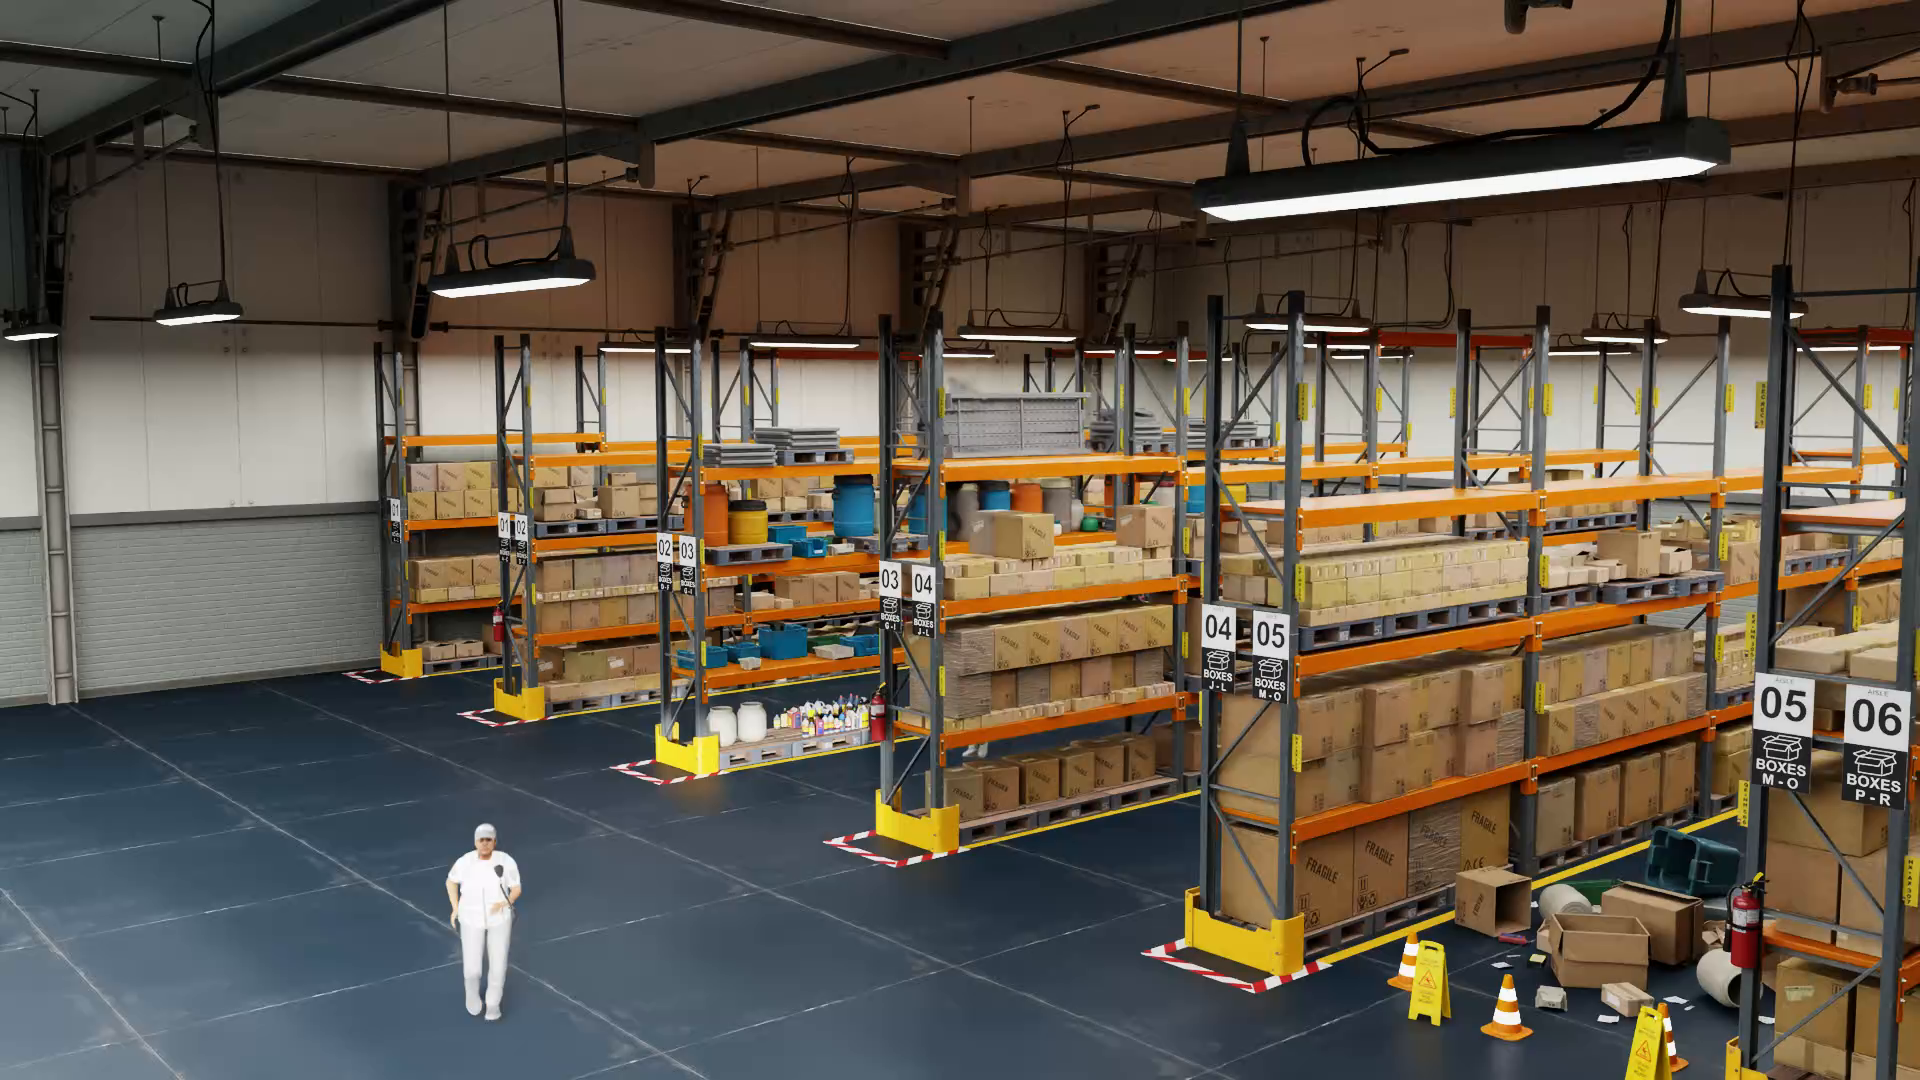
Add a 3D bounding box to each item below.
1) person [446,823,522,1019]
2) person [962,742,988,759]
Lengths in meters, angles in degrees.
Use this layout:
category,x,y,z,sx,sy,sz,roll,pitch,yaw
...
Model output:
category,x,y,z,sx,sy,sz,roll,pitch,yaw
person,-3.859,3.121,13.512,0.592,1.629,0.583,-2,5,-17
person,0.130,2.019,21.928,0.703,1.770,0.591,4,7,37
